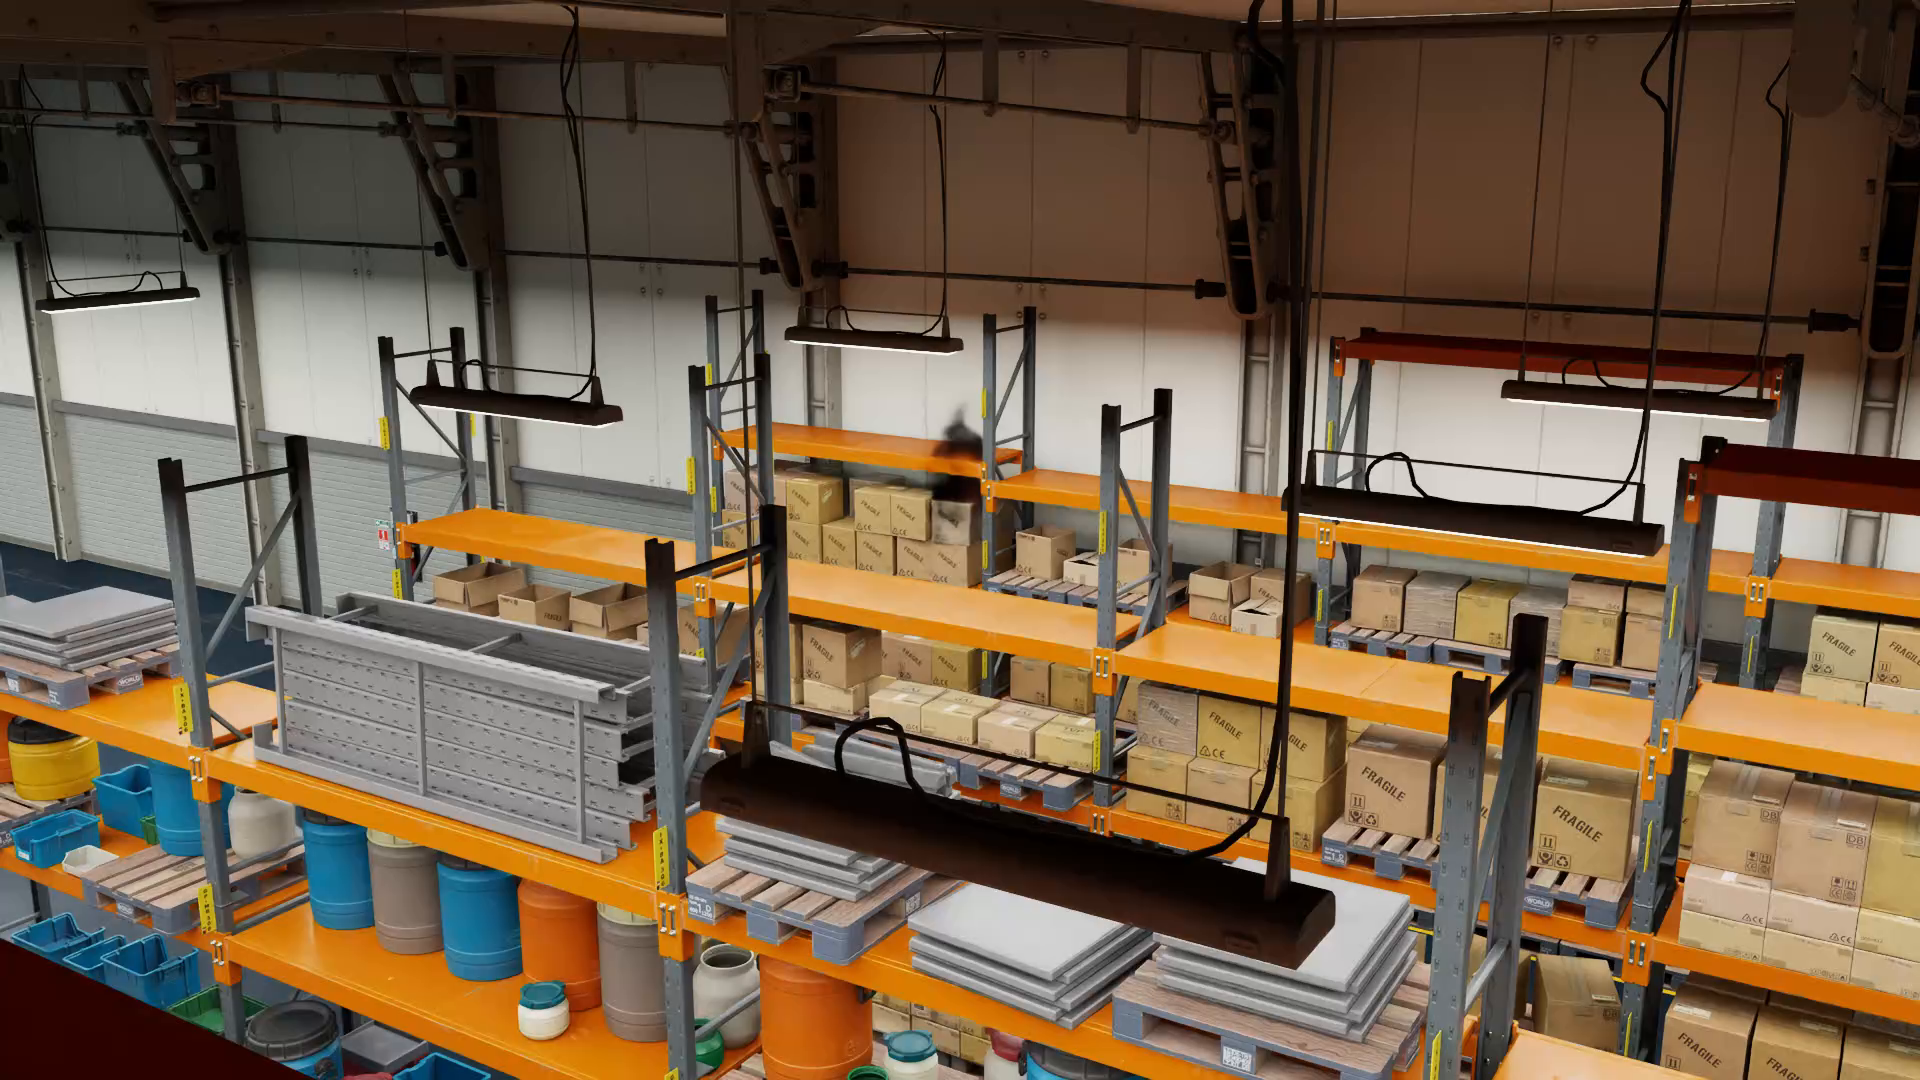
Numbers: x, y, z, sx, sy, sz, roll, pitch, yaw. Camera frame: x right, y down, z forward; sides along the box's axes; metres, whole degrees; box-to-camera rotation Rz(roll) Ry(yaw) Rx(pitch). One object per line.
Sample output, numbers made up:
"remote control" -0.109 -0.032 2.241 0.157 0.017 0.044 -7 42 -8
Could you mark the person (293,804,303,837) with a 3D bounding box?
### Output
"person" -7.542 2.799 18.320 0.780 1.725 0.582 -11 18 -39
